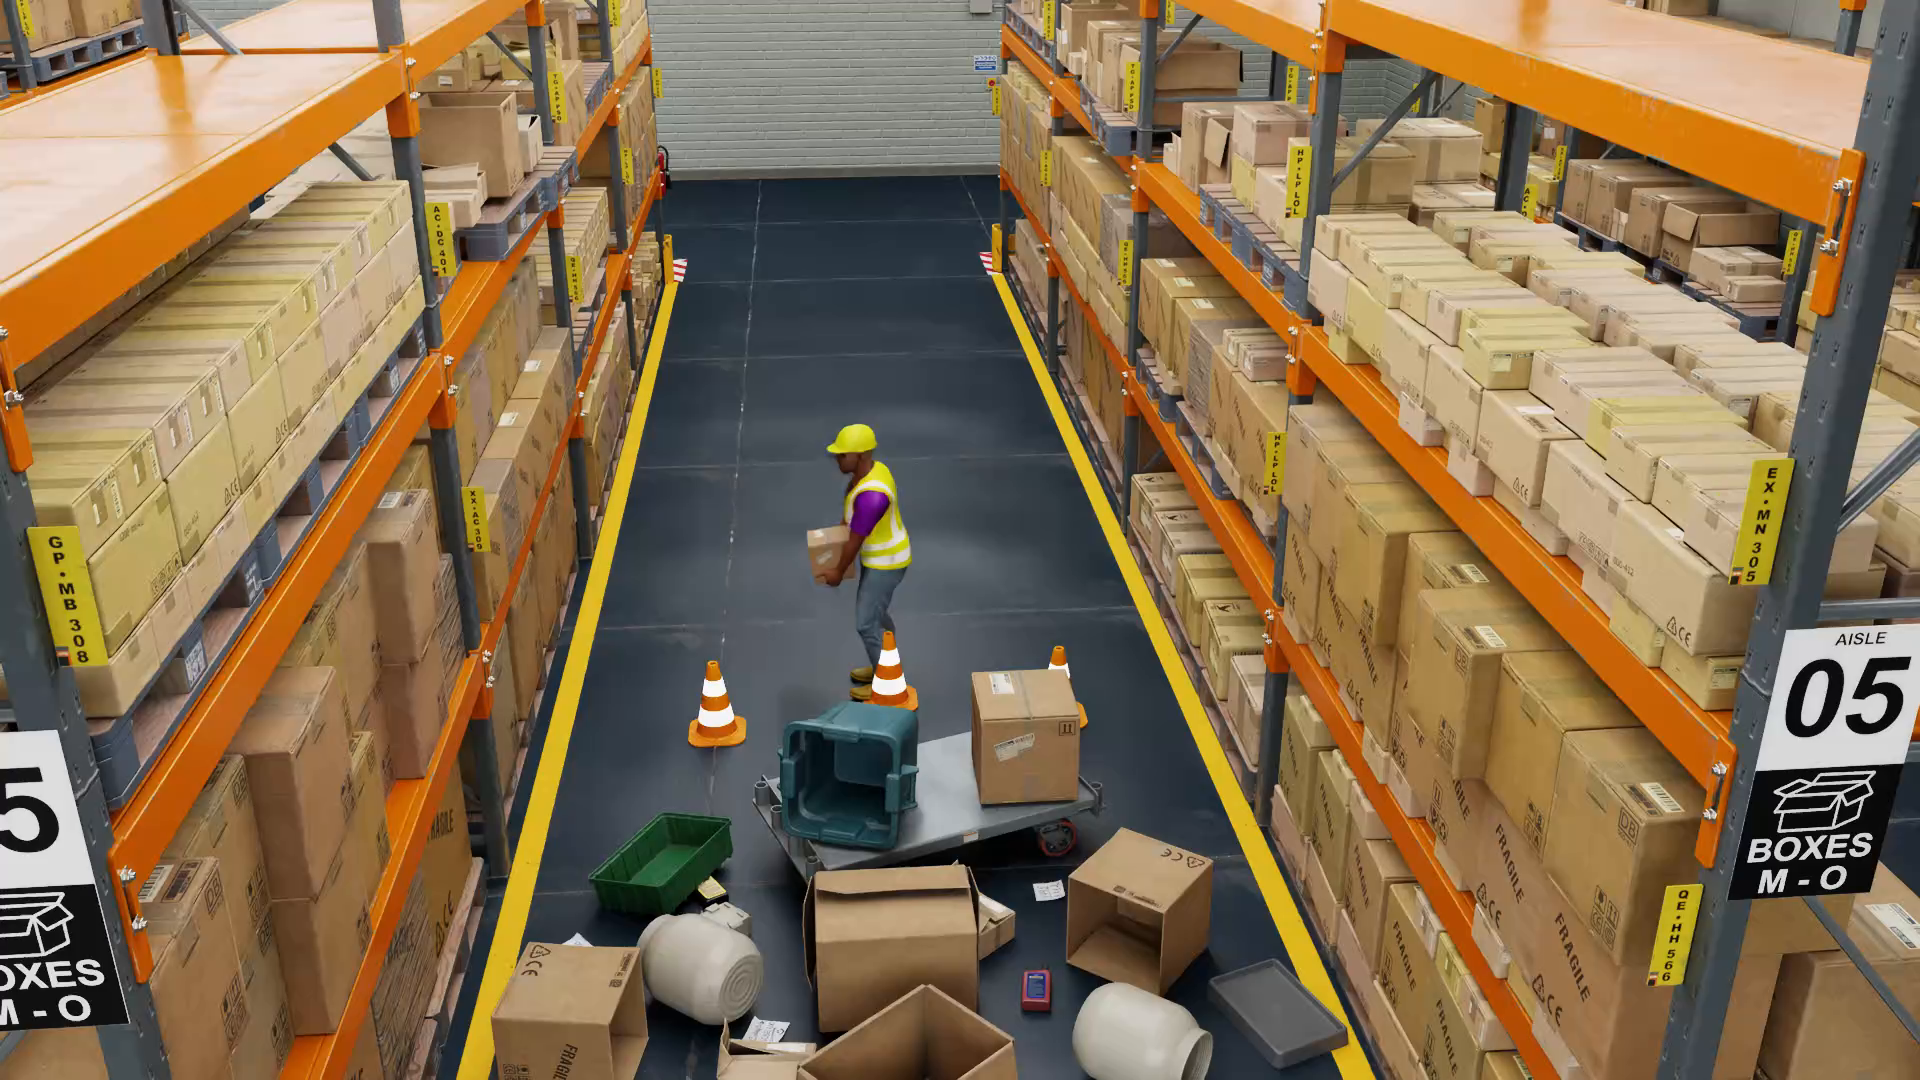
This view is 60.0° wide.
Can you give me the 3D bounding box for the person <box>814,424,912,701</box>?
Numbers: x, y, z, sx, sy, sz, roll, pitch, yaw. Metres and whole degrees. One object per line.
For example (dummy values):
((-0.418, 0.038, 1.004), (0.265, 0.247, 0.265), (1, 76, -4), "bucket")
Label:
((-0.587, 0.133, 10.015), (0.592, 1.746, 0.501), (-3, 24, -6), "person")
